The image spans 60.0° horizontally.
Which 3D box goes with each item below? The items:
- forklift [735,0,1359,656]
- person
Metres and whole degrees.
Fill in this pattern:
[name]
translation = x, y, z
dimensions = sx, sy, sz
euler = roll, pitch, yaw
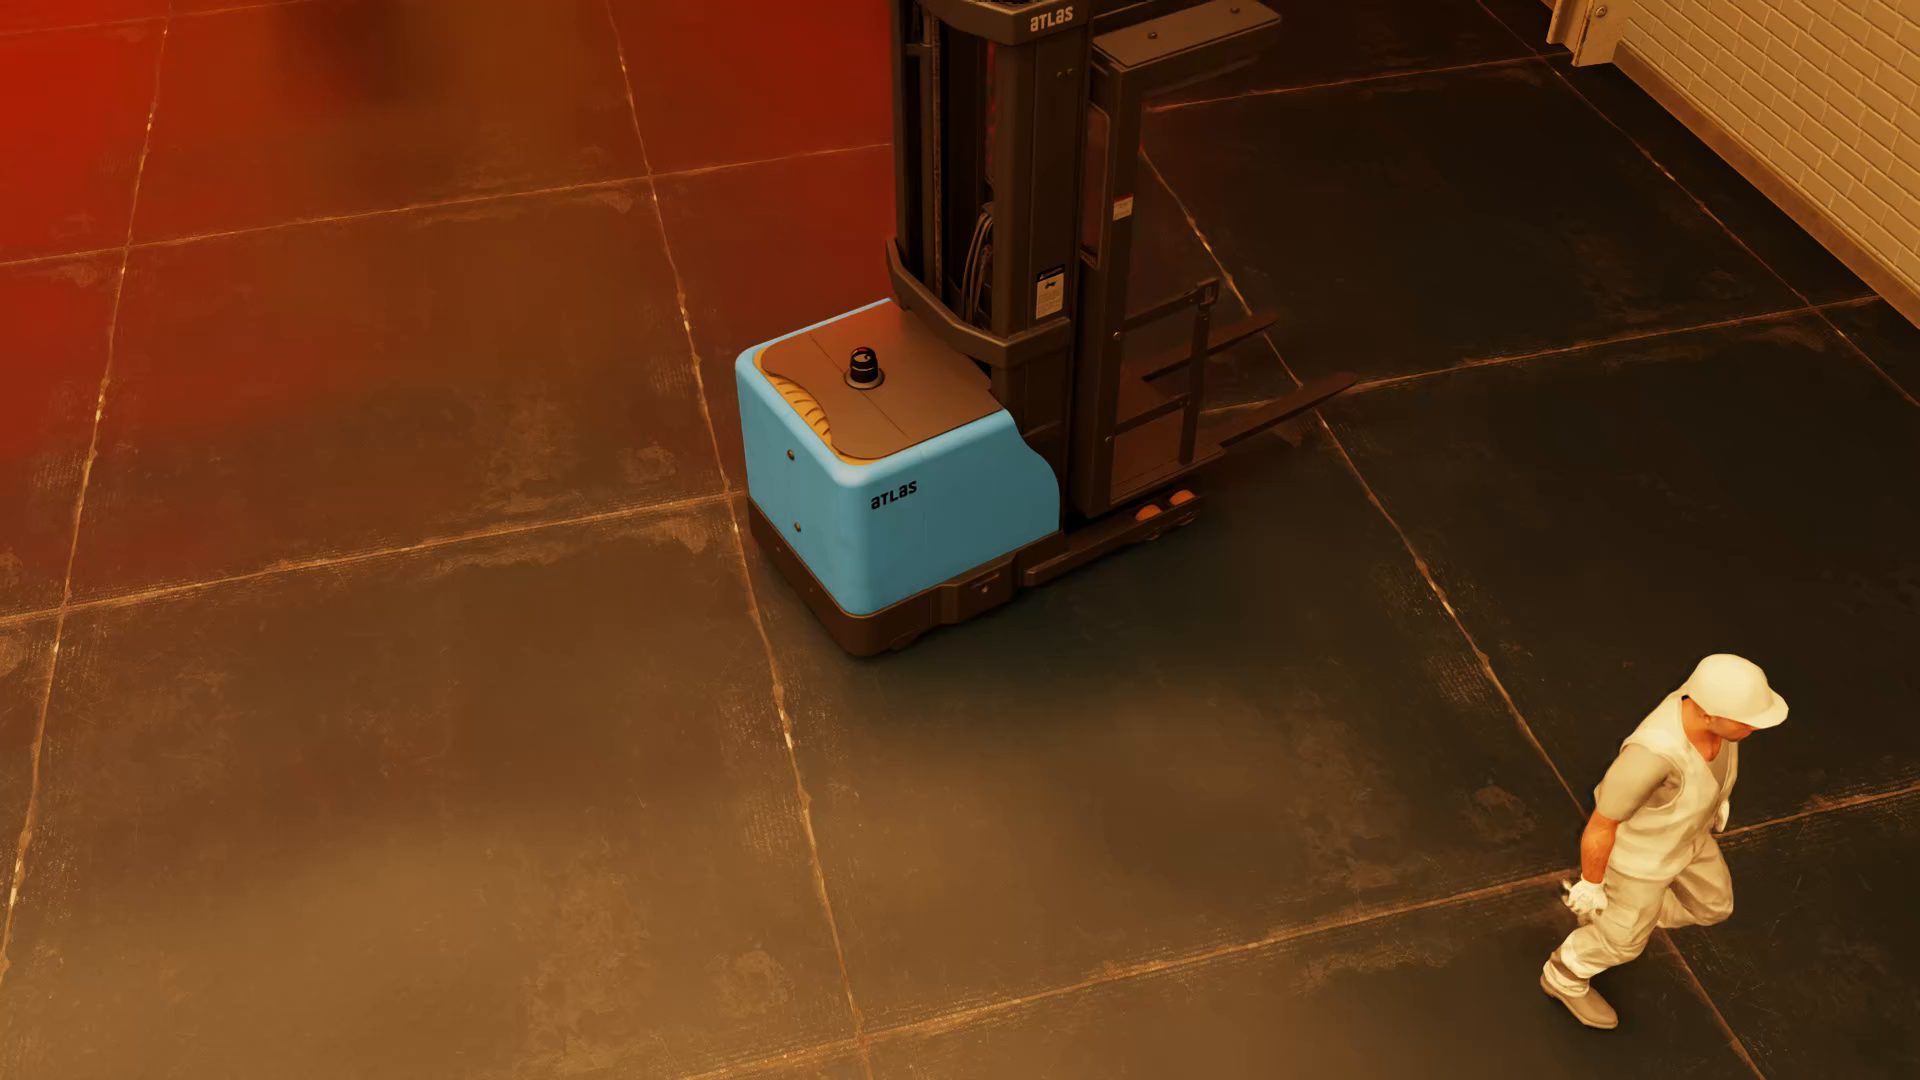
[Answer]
[forklift]
translation = 0.545, -1.347, 7.071
dimensions = 3.031, 2.935, 1.130
euler = -24, 48, -23
[person]
translation = 2.312, 1.012, 5.423
dimensions = 0.704, 1.767, 0.463
euler = -34, 53, -31
